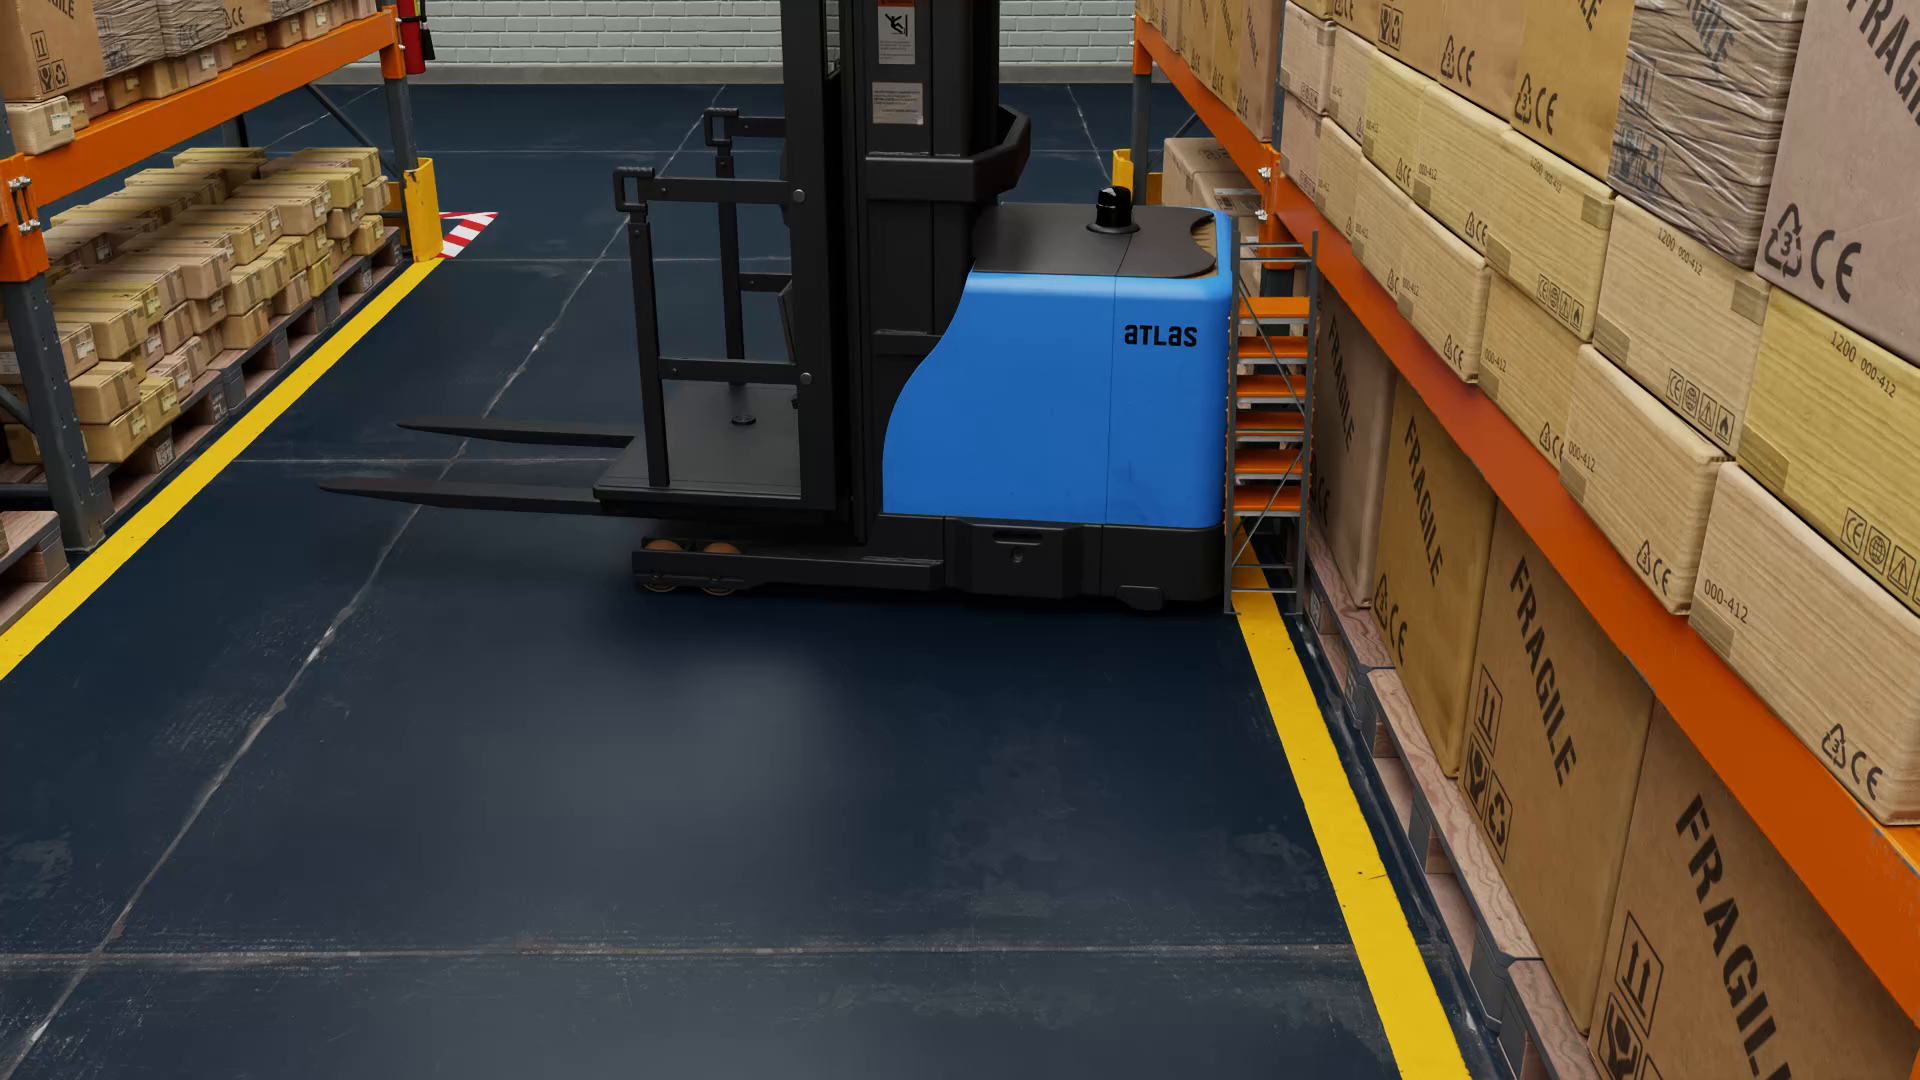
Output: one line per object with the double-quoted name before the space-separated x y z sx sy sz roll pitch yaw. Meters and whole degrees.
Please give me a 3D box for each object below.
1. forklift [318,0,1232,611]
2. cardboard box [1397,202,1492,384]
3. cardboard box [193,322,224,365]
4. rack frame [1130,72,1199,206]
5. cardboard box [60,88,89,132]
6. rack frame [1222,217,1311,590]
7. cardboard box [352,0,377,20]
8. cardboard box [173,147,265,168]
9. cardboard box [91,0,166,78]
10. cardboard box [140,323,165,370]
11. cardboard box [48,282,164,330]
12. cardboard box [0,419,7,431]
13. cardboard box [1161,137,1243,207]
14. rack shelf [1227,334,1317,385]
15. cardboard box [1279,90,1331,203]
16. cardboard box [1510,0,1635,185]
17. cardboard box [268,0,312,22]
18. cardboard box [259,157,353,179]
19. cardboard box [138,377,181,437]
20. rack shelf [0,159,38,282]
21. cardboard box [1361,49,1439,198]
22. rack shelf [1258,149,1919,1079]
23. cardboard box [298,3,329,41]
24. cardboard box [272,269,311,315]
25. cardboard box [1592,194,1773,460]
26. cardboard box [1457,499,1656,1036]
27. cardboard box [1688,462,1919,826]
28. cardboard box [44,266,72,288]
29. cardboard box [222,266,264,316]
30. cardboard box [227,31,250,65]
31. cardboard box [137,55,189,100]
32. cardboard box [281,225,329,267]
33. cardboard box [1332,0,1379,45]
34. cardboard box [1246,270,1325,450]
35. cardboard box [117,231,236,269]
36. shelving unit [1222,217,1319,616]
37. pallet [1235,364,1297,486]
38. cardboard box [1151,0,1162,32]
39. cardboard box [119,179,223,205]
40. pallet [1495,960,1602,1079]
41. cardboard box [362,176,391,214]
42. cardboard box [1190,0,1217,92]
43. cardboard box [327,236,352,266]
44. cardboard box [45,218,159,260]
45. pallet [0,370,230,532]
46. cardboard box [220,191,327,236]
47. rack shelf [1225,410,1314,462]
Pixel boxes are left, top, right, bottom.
"forklift" -0.624 -1.369 5.219 3.031 2.935 1.130 3 25 7
"cardboard box" 1.231 -0.523 3.449 0.500 0.250 0.500 -1 24 -1
"cardboard box" -3.282 -0.811 6.854 0.380 0.149 0.250 -1 24 -3
"rack frame" 1.454 -3.053 8.860 1.000 3.000 0.127 0 24 -1
"cardboard box" -3.204 -1.450 5.622 0.380 0.149 0.250 0 24 1
"rack frame" 0.938 -0.392 5.084 0.240 1.200 0.006 1 23 7
"cardboard box" -3.209 -2.741 8.476 0.380 0.149 0.250 0 24 0
"cardboard box" -3.829 -1.935 8.616 0.380 0.149 0.250 -1 24 -3
"cardboard box" -3.217 -1.931 5.897 0.500 0.500 0.500 0 24 -1
"cardboard box" -3.266 -0.723 6.298 0.380 0.149 0.250 0 24 -1
"cardboard box" -3.244 -0.865 6.250 0.380 0.149 0.250 -1 24 -1
"cardboard box" -3.715 -0.500 6.166 0.380 0.149 0.250 0 24 1
"cardboard box" 1.561 -1.805 8.701 0.875 0.438 0.875 -1 24 -2
"rack shelf" 0.919 -0.536 4.924 0.258 0.103 0.180 1 23 7
"cardboard box" 1.238 -1.154 4.843 0.500 0.250 0.500 -1 24 -2
"cardboard box" 1.261 -0.885 2.733 0.500 0.500 0.500 0 24 -1
"cardboard box" -3.217 -2.565 7.299 0.500 0.500 0.500 0 24 0
"cardboard box" -3.290 -1.831 8.387 0.380 0.149 0.250 0 24 0
"cardboard box" -3.137 -0.494 6.152 0.380 0.149 0.250 0 24 1
"rack shelf" -3.430 -0.189 3.400 1.077 0.370 4.000 0 24 -1
"cardboard box" 1.233 -0.959 3.805 0.500 0.250 0.500 0 24 0
"rack shelf" 1.519 -0.253 3.541 1.077 0.370 4.000 0 24 -1
"cardboard box" -3.200 -2.430 7.788 0.380 0.149 0.250 0 24 1
"cardboard box" -3.196 -1.131 7.561 0.380 0.149 0.250 0 24 0
"cardboard box" 1.272 -0.325 2.405 0.500 0.250 0.500 -1 24 -2
"cardboard box" 1.611 0.368 3.365 0.875 0.875 0.875 0 24 0
"cardboard box" 1.276 0.105 2.060 0.500 0.250 0.500 -1 24 -2
"cardboard box" -3.693 -0.964 6.470 0.380 0.149 0.250 1 24 1
"cardboard box" -3.185 -1.052 7.026 0.380 0.149 0.250 0 24 -1
"cardboard box" -3.264 -2.101 7.060 0.380 0.149 0.250 0 24 0
"cardboard box" -3.194 -1.776 6.342 0.380 0.149 0.250 0 24 0
"cardboard box" -3.178 -1.373 7.735 0.380 0.149 0.250 0 24 0
"cardboard box" 1.248 -1.513 4.122 0.500 0.500 0.500 0 24 -1
"cardboard box" 1.598 -0.688 6.230 0.875 0.438 0.875 -1 24 -1
"cardboard box" -3.276 -1.189 6.967 0.380 0.149 0.250 -1 24 -3
"shelving unit" 0.926 -0.356 5.001 0.258 1.200 0.189 1 23 7
"pallet" 1.567 -0.448 6.484 1.003 0.211 1.213 0 24 -1
"cardboard box" 1.205 -2.691 7.938 0.500 0.500 0.500 -1 24 -1
"cardboard box" -3.746 -1.616 7.910 0.380 0.149 0.250 -1 24 -3
"pallet" 1.608 1.189 2.865 1.003 0.211 1.213 0 24 -1
"cardboard box" -3.204 -1.801 8.680 0.380 0.149 0.250 -1 24 -2
"cardboard box" 1.205 -2.059 6.541 0.500 0.500 0.500 -1 24 -1
"cardboard box" -3.260 -1.450 8.267 0.380 0.149 0.250 0 24 -1
"cardboard box" -3.696 -1.289 7.189 0.380 0.149 0.250 0 24 0
"pallet" -3.494 -0.347 6.260 1.003 0.211 1.213 0 24 -1
"cardboard box" -3.163 -1.508 7.672 0.380 0.149 0.250 1 24 1
"rack shelf" 0.928 -0.315 5.018 0.258 0.103 0.180 1 23 7
